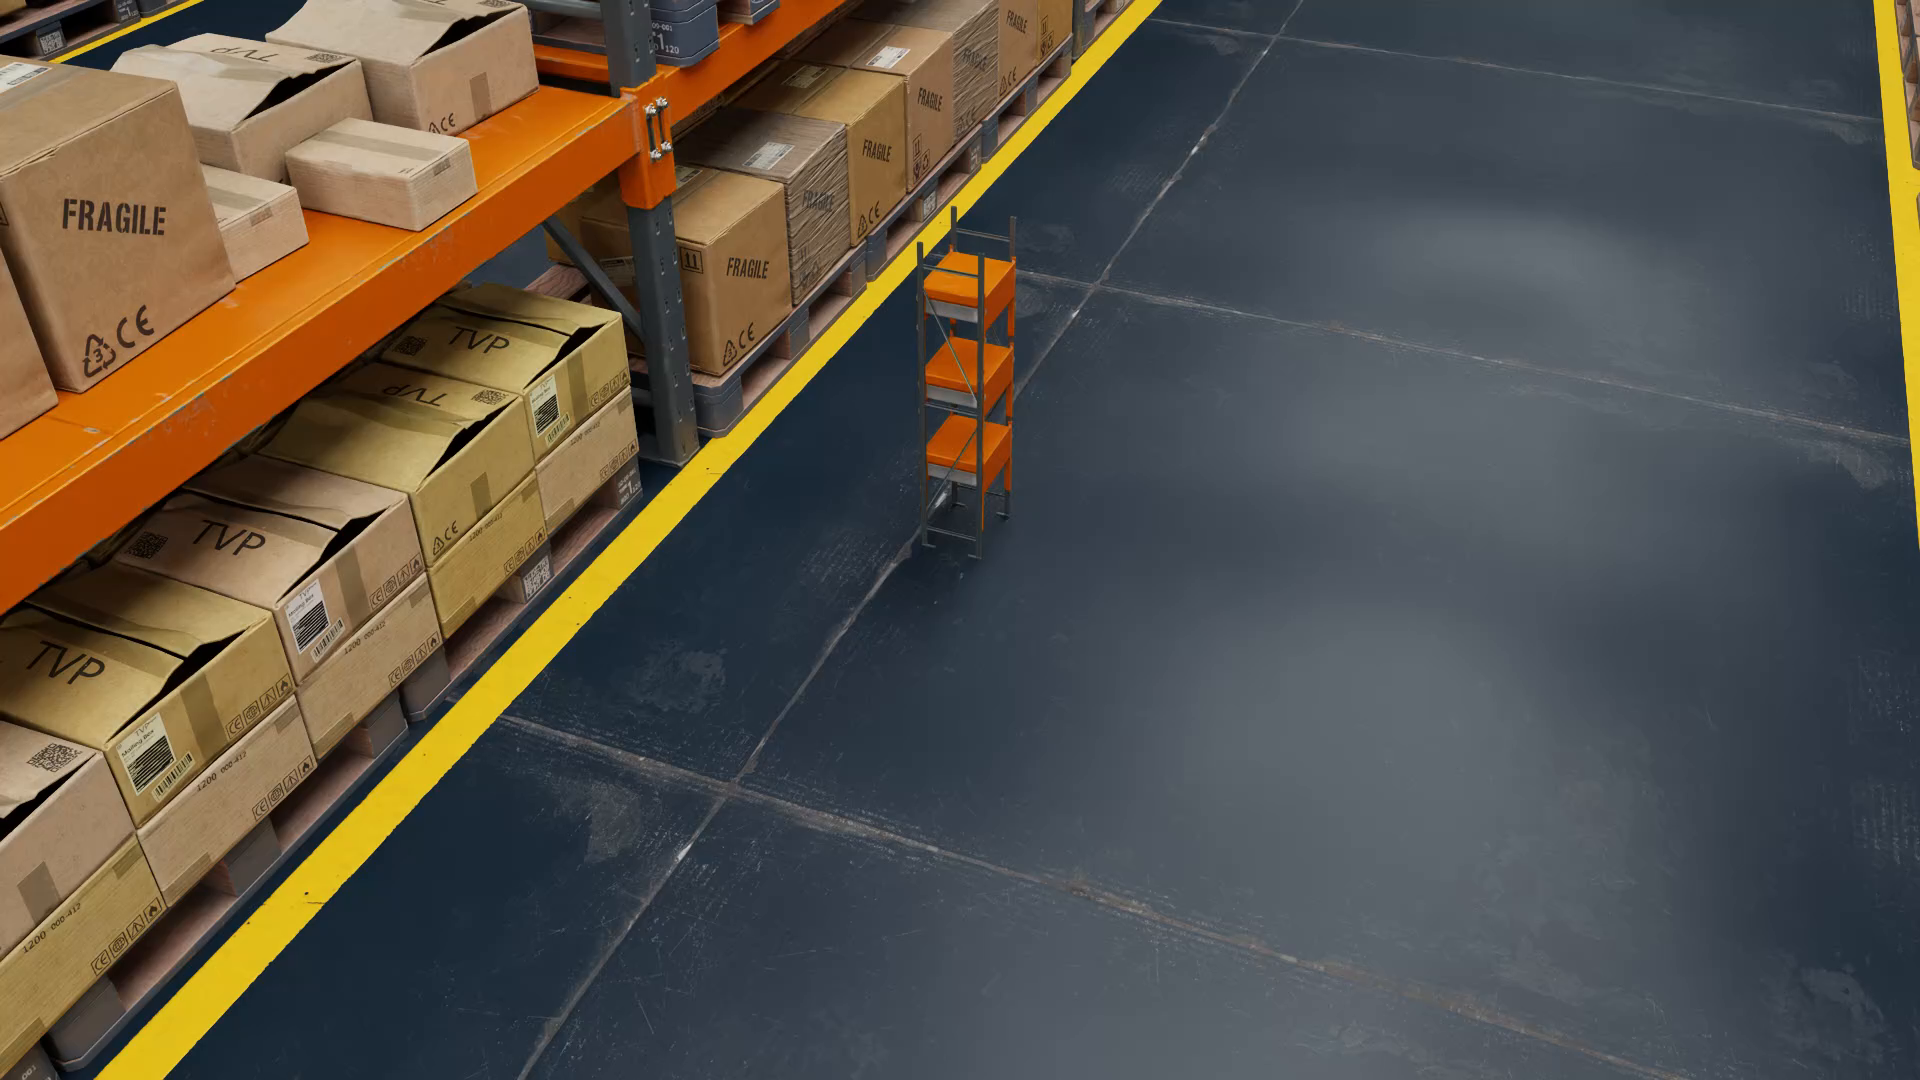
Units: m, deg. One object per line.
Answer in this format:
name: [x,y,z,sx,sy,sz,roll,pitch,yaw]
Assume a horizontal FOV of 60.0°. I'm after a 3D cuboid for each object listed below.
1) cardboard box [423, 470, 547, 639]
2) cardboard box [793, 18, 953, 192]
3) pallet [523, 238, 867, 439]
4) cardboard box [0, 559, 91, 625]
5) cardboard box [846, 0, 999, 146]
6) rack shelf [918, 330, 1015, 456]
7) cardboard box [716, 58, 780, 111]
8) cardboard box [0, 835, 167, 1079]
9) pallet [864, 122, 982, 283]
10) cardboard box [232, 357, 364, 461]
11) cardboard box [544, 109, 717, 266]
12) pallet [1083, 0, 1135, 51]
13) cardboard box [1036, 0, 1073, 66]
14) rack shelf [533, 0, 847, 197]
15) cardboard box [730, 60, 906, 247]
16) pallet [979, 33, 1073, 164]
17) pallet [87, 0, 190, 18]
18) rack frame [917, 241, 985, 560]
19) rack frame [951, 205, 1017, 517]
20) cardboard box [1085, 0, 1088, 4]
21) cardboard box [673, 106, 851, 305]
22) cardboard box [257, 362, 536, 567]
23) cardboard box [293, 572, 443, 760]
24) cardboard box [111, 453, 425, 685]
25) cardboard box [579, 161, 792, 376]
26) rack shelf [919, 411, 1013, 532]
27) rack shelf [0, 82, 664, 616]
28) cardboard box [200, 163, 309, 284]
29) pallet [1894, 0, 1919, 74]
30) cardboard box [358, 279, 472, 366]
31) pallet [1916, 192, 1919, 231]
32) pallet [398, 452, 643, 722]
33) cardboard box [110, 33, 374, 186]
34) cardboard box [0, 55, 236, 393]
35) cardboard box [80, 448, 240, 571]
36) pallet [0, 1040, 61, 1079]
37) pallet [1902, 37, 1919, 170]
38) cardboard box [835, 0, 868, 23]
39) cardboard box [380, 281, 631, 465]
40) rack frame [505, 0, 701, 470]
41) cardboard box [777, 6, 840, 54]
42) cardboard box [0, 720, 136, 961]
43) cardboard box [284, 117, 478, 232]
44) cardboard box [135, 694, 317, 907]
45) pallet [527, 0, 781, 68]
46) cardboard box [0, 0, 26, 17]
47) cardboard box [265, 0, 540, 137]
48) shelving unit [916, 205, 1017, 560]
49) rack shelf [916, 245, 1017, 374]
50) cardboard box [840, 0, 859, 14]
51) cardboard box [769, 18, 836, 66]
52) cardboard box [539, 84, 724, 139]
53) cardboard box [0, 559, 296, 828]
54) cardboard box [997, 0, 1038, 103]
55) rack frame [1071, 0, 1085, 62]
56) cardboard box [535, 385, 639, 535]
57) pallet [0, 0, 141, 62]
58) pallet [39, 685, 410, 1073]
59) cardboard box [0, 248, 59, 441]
cardboard box: [-1.536,-0.019,4.716,0.500,0.250,0.500,13,39,17]
cardboard box: [-0.348,-1.805,6.880,0.500,0.500,0.500,13,39,16]
pallet: [-1.050,-0.873,6.242,1.003,0.211,1.213,14,39,18]
cardboard box: [-2.423,0.205,3.947,0.500,0.311,0.500,13,39,17]
cardboard box: [-0.156,-2.087,7.258,0.500,0.500,0.500,14,39,18]
rack shelf: [0.020,-0.442,4.982,0.215,0.259,0.240,14,39,18]
cardboard box: [-1.033,-1.618,6.630,0.500,0.500,0.500,12,39,16]
cardboard box: [-2.118,0.825,3.586,0.500,0.250,0.500,13,39,16]
pallet: [-0.584,-1.546,7.143,1.003,0.211,1.213,14,39,18]
cardboard box: [-2.032,-0.361,4.705,0.500,0.311,0.500,13,39,17]
cardboard box: [-1.230,-1.332,6.247,0.500,0.500,0.500,15,39,20]
pallet: [0.416,-3.063,9.172,1.003,0.211,1.213,14,39,18]
cardboard box: [0.231,-2.637,7.993,0.500,0.500,0.500,14,39,17]
rack shelf: [-0.608,-2.405,6.563,1.077,0.370,4.000,14,39,18]
cardboard box: [-0.542,-1.515,6.492,0.500,0.500,0.500,13,39,17]
pallet: [-0.121,-2.224,8.050,1.003,0.211,1.213,14,39,18]
pallet: [-4.653,-3.365,9.576,1.003,0.211,1.213,14,39,18]
rack frame: [-0.026,-0.383,4.885,0.200,1.050,0.008,14,39,18]
rack frame: [0.067,-0.518,5.066,0.200,1.050,0.008,14,39,18]
cardboard box: [0.513,-3.083,8.747,0.500,0.311,0.500,14,39,18]
cardboard box: [-0.737,-1.239,6.122,0.500,0.500,0.500,12,39,16]
cardboard box: [-1.532,-0.242,4.545,0.500,0.311,0.500,13,39,17]
cardboard box: [-1.730,0.258,4.345,0.500,0.250,0.500,15,39,19]
cardboard box: [-1.727,0.037,4.172,0.500,0.311,0.500,14,39,17]
cardboard box: [-0.931,-0.947,5.733,0.500,0.500,0.500,15,39,20]
rack shelf: [0.020,-0.219,5.148,0.215,0.259,0.240,14,39,18]
rack shelf: [-2.130,-0.190,3.600,1.077,0.370,4.000,14,39,18]
cardboard box: [-1.802,-0.766,3.979,0.380,0.149,0.250,17,40,21]
pallet: [5.439,-2.647,8.615,1.003,0.211,1.213,14,39,18]
cardboard box: [-1.839,-0.654,5.097,0.500,0.311,0.500,15,39,19]
pallet: [4.401,-1.135,6.592,1.003,0.211,1.213,14,39,18]
pallet: [-1.718,-0.022,5.103,1.003,0.211,1.213,14,39,18]
cardboard box: [-1.888,-1.099,4.289,0.500,0.311,0.500,13,39,17]
cardboard box: [-1.992,-0.693,3.588,0.500,0.500,0.500,12,38,15]
cardboard box: [-2.228,-0.079,4.328,0.500,0.311,0.500,13,39,17]
pallet: [-2.646,1.329,3.295,1.003,0.211,1.213,14,39,18]
pallet: [4.977,-1.969,7.708,1.003,0.211,1.213,14,39,18]
cardboard box: [-0.646,-2.190,7.395,0.500,0.500,0.500,14,39,18]
cardboard box: [-1.340,-0.531,4.932,0.500,0.311,0.500,15,39,19]
rack frame: [-1.369,-1.586,4.866,1.000,3.000,0.127,14,39,18]
cardboard box: [-0.827,-2.232,6.824,0.500,0.250,0.500,13,39,17]
cardboard box: [-2.112,0.603,3.416,0.500,0.311,0.500,13,39,16]
cardboard box: [-1.455,-0.924,4.191,0.380,0.149,0.250,14,39,18]
cardboard box: [-1.923,0.544,3.963,0.500,0.250,0.500,15,39,19]
pallet: [-1.176,-1.900,5.447,1.213,0.211,1.003,14,39,18]
cardboard box: [-5.211,-2.880,8.042,0.750,0.750,0.750,14,39,18]
cardboard box: [-1.547,-1.358,4.636,0.500,0.311,0.500,16,40,21]
shelving unit: [0.020,-0.450,4.975,0.215,1.050,0.252,14,39,18]
rack shelf: [0.020,-0.669,4.812,0.215,0.259,0.240,14,39,18]
cardboard box: [-0.637,-2.510,7.196,0.500,0.250,0.500,14,39,18]
cardboard box: [-0.839,-1.910,7.021,0.500,0.500,0.500,12,39,16]
cardboard box: [-1.212,-1.664,6.065,0.500,0.250,0.500,15,39,19]
cardboard box: [-1.919,0.314,3.802,0.500,0.311,0.500,15,39,19]
cardboard box: [0.035,-2.365,7.629,0.500,0.500,0.500,14,39,18]
rack frame: [0.153,-3.800,7.829,1.000,3.000,0.127,14,39,18]
cardboard box: [-1.343,-0.306,5.099,0.500,0.250,0.500,15,39,19]
pallet: [-5.116,-2.687,8.669,1.003,0.211,1.213,14,39,18]
pallet: [-2.184,0.651,4.202,1.003,0.211,1.213,14,39,18]
cardboard box: [-2.192,-0.401,3.198,0.500,0.500,0.500,14,39,18]
